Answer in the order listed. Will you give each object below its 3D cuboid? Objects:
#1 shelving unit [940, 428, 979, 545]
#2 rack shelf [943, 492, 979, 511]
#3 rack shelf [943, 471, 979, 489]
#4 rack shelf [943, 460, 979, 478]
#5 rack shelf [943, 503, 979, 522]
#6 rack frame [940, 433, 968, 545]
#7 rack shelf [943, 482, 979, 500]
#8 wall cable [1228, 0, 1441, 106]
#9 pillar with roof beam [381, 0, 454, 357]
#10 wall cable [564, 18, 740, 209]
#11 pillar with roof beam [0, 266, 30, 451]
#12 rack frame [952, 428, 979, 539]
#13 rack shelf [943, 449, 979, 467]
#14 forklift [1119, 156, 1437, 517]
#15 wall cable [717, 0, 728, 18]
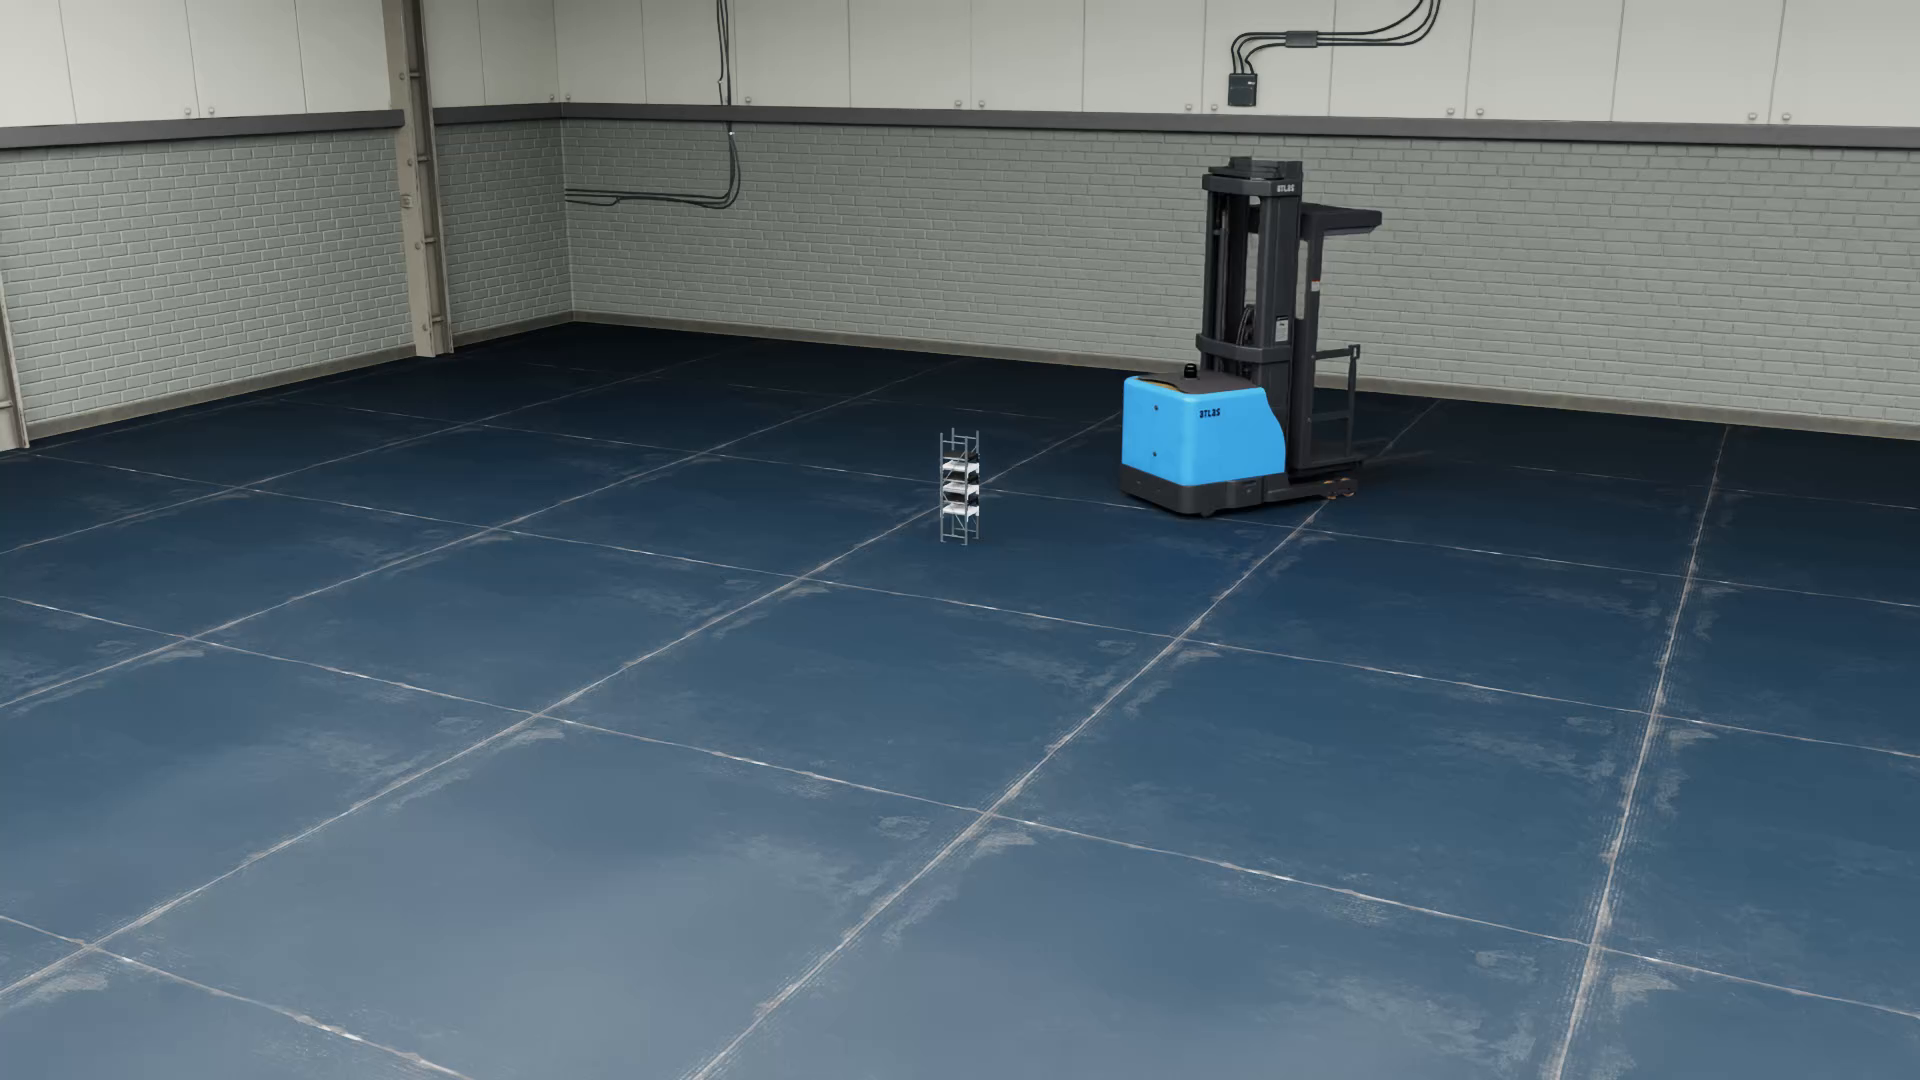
[{"bbox_3d":[-0.004,-0.429,13.389,0.258,0.900,0.210,8,18,25],"label":"shelving unit"},{"bbox_3d":[-0.004,-0.311,13.424,0.258,0.077,0.200,8,18,25],"label":"rack shelf"},{"bbox_3d":[-0.004,-0.484,13.373,0.258,0.077,0.200,8,18,25],"label":"rack shelf"},{"bbox_3d":[-0.004,-0.570,13.348,0.258,0.077,0.200,8,18,25],"label":"rack shelf"},{"bbox_3d":[-0.004,-0.225,13.450,0.258,0.077,0.200,8,18,25],"label":"rack shelf"},{"bbox_3d":[-0.049,-0.403,13.302,0.240,0.900,0.006,8,18,25],"label":"rack frame"},{"bbox_3d":[-0.004,-0.397,13.399,0.258,0.077,0.200,8,18,25],"label":"rack shelf"},{"bbox_3d":[4.127,-7.743,17.815,2.305,6.003,0.169,8,18,25],"label":"wall cable"},{"bbox_3d":[-3.007,-6.195,18.575,9.100,9.000,0.400,8,18,25],"label":"pillar with roof beam"},{"bbox_3d":[-4.359,-5.836,22.821,3.097,2.526,0.112,8,18,25],"label":"wall cable"},{"bbox_3d":[-5.688,-4.666,13.430,9.100,9.000,0.400,8,18,25],"label":"pillar with roof beam"},{"bbox_3d":[0.042,-0.455,13.476,0.240,0.900,0.006,8,18,25],"label":"rack frame"},{"bbox_3d":[-0.004,-0.656,13.322,0.258,0.077,0.200,8,18,25],"label":"rack shelf"},{"bbox_3d":[2.961,-1.884,14.720,3.031,2.935,1.130,-9,19,-28],"label":"forklift"},{"bbox_3d":[-1.939,-7.913,20.944,3.097,2.526,0.112,8,18,25],"label":"wall cable"}]
